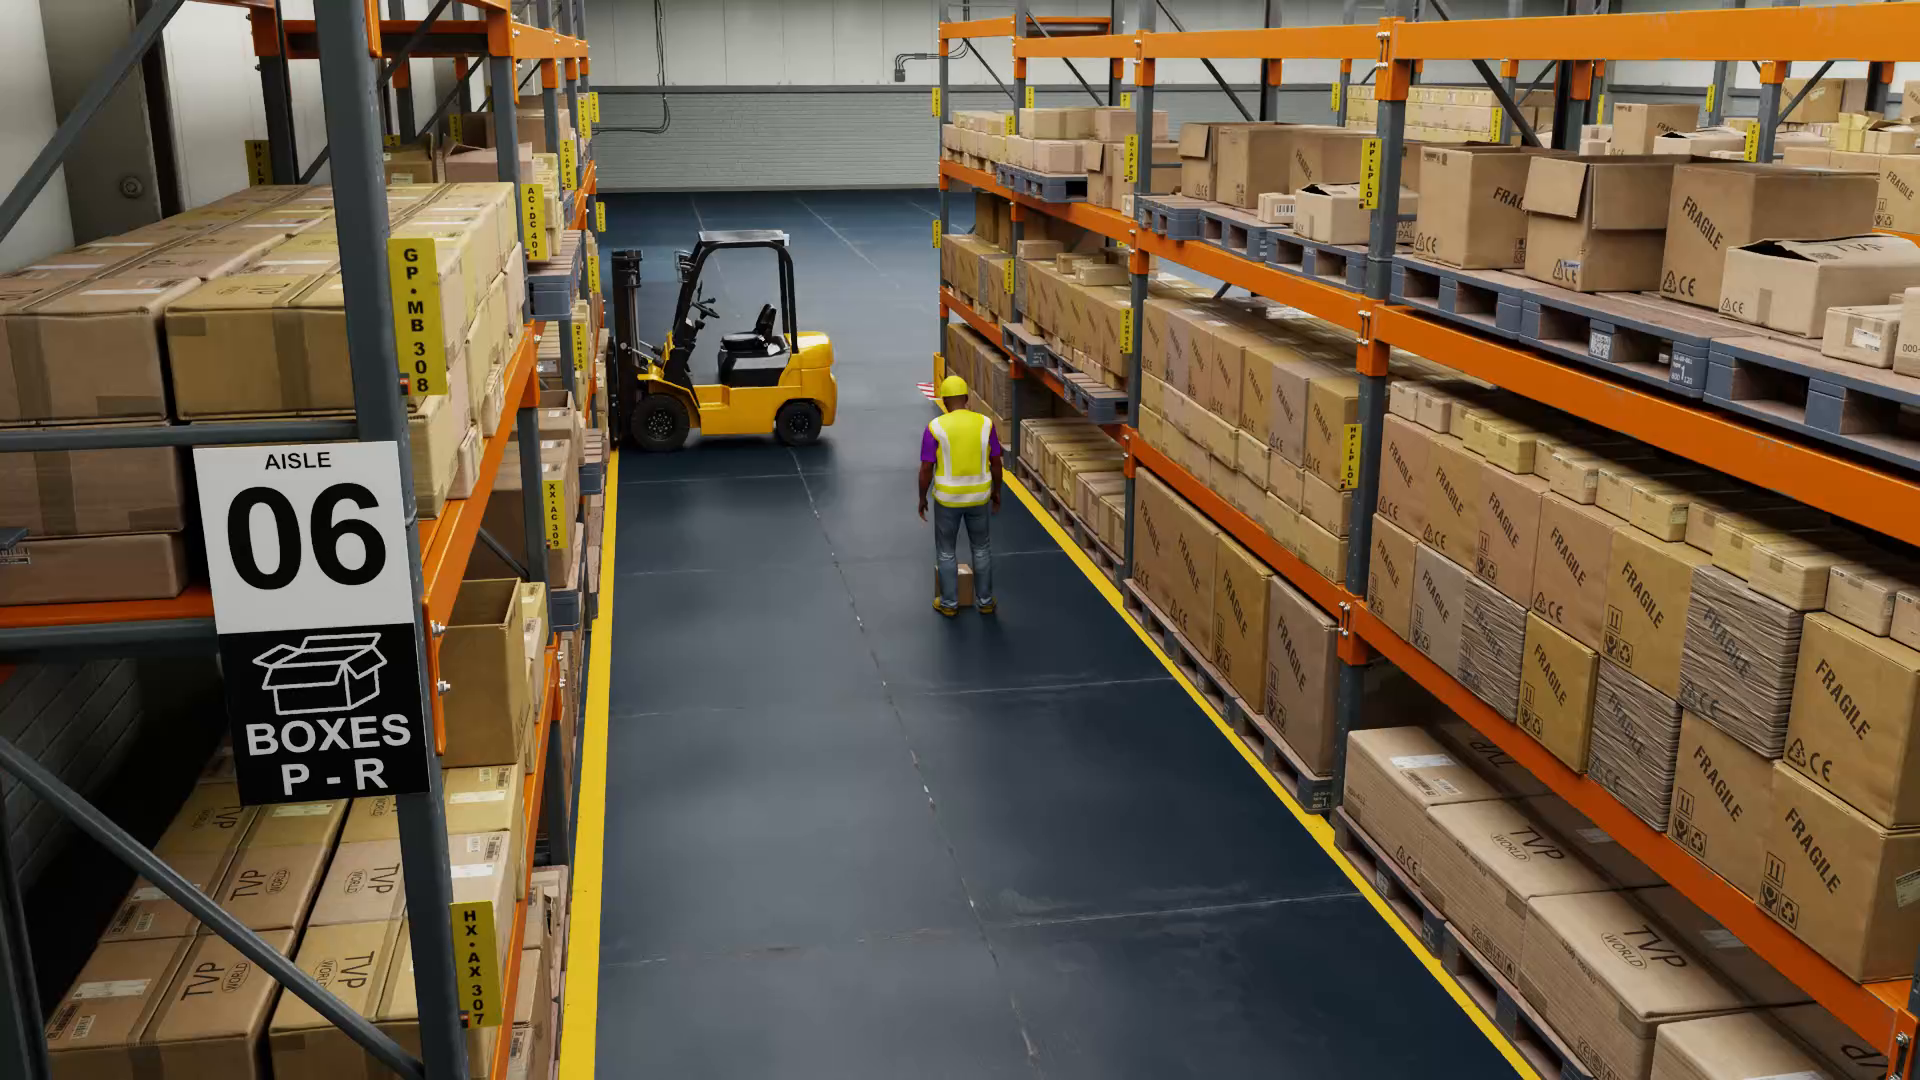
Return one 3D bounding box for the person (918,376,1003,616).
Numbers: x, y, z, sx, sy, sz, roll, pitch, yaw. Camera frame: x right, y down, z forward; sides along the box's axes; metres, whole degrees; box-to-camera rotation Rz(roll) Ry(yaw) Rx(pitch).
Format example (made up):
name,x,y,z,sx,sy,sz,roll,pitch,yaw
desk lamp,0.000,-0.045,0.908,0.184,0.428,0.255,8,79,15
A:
name,x,y,z,sx,sy,sz,roll,pitch,yaw
person,-0.001,-0.320,12.100,0.634,1.759,0.460,-4,17,-14
